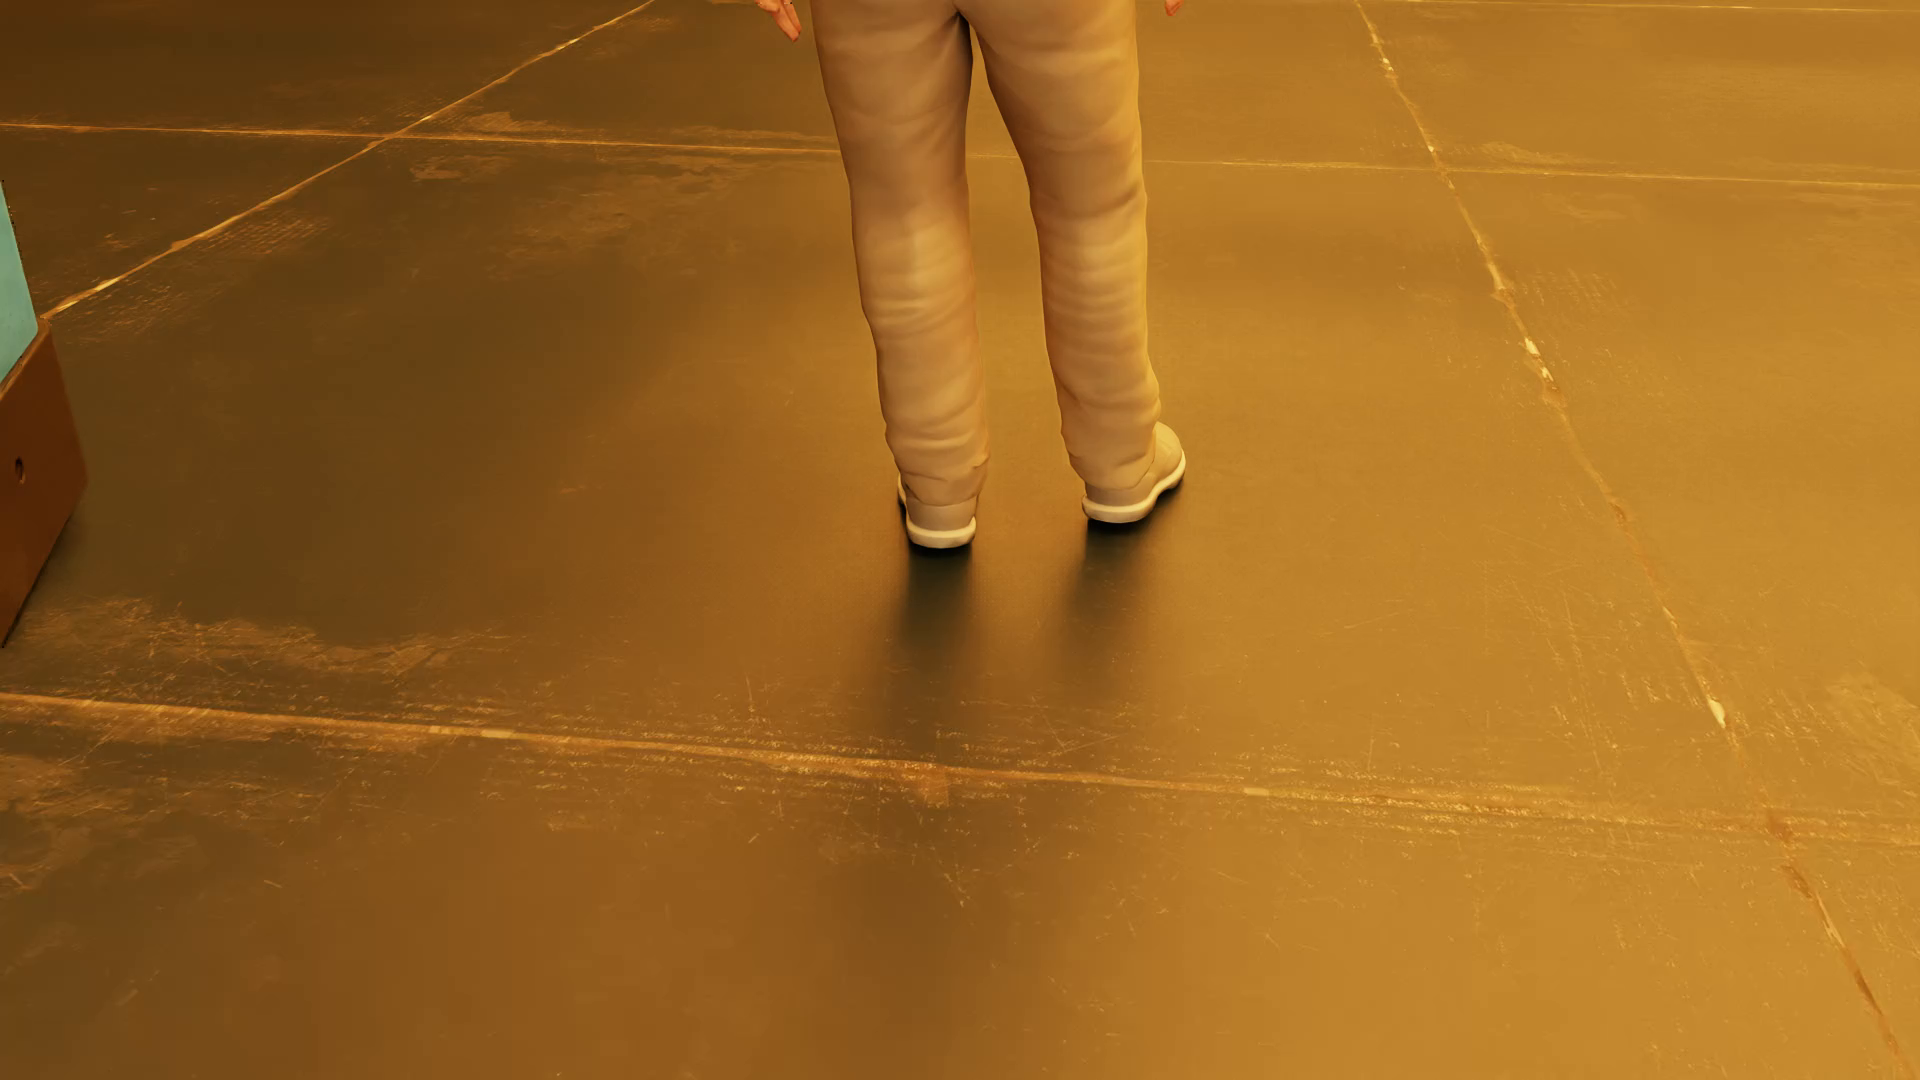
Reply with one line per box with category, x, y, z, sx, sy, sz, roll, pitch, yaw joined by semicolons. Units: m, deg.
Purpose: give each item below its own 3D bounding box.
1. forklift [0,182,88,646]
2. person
forklift;-2.686;-0.987;1.195;3.031;2.935;1.130;-6;27;-13
person;0.023;-0.820;2.189;0.641;1.727;0.550;3;27;7
